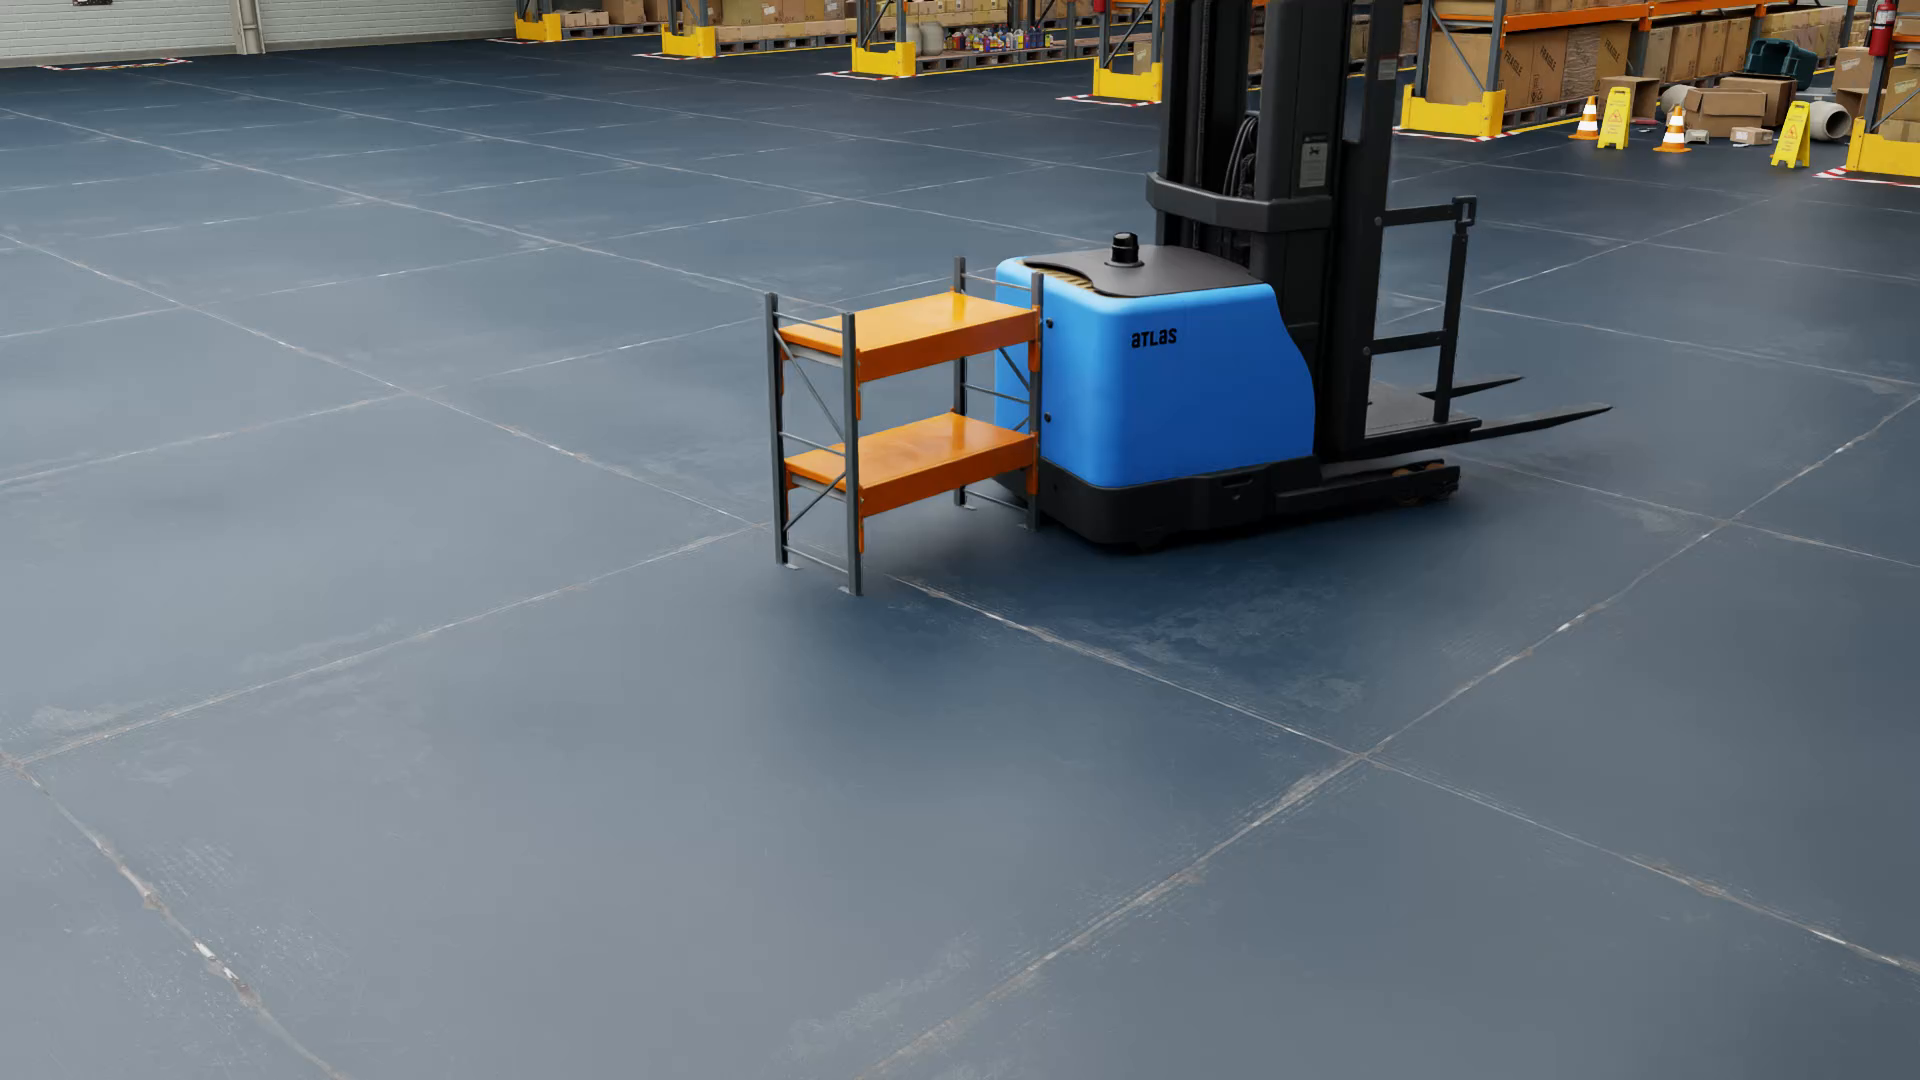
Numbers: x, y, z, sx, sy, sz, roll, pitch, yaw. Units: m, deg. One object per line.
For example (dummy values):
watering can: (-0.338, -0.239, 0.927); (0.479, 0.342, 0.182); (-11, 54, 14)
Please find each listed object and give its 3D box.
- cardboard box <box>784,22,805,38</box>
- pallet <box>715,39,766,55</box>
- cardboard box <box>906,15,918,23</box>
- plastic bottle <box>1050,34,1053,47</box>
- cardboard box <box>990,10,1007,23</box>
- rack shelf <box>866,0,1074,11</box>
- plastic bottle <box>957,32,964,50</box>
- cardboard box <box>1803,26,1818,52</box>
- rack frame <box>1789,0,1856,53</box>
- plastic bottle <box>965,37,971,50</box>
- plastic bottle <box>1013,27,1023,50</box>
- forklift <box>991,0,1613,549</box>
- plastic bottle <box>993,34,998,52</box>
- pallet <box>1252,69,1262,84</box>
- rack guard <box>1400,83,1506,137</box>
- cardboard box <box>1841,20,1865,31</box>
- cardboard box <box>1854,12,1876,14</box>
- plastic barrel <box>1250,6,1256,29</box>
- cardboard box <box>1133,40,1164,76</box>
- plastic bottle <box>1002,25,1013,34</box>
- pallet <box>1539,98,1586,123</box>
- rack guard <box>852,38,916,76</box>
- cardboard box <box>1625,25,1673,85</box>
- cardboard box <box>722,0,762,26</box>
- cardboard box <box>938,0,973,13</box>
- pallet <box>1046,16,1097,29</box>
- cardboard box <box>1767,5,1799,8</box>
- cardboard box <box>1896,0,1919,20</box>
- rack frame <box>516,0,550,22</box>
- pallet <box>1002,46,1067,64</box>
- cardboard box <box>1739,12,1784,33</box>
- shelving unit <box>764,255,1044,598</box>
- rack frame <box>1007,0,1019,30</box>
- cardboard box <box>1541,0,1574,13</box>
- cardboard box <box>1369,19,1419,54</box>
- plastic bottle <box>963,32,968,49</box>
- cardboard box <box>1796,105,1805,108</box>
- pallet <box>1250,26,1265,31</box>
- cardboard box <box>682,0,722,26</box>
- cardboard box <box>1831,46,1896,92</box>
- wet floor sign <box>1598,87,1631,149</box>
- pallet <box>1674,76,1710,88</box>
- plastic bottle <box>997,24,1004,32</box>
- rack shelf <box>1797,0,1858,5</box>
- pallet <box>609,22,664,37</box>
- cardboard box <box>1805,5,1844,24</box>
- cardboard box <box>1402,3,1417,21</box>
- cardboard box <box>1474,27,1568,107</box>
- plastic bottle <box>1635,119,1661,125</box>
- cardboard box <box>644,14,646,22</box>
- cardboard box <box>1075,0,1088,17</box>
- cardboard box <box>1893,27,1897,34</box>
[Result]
cardboard box: (-3.192, -9.366, 30.509); (0.500, 0.250, 0.500); (19, 28, 41)
pallet: (-4.270, -8.892, 29.914); (1.003, 0.211, 1.213); (19, 28, 41)
cardboard box: (-1.166, -10.100, 32.418); (0.500, 0.250, 0.500); (-19, 28, -41)
plastic bottle: (1.534, -8.502, 28.300); (0.097, 0.201, 0.097); (0, 21, 0)
cardboard box: (0.615, -10.759, 34.133); (0.500, 0.250, 0.500); (-19, 28, -41)
rack shelf: (0.169, -8.924, 27.114); (1.077, 0.370, 4.000); (19, 28, 41)
plastic bottle: (0.013, -8.296, 27.651); (0.061, 0.283, 0.133); (19, 28, 41)
cardboard box: (13.122, -7.837, 26.181); (0.500, 0.500, 0.500); (18, 28, 40)
rack frame: (14.176, -9.323, 27.150); (1.000, 3.000, 0.127); (19, 28, 41)
plastic bottle: (0.135, -8.294, 27.759); (0.097, 0.201, 0.097); (0, 21, 0)
plastic bottle: (0.962, -8.373, 27.756); (0.144, 0.351, 0.185); (19, 28, 40)
forklift: (1.697, -1.679, 7.358); (3.031, 2.935, 1.130); (-10, 23, -24)
plastic bottle: (0.570, -8.179, 27.363); (0.097, 0.271, 0.097); (0, 21, 0)
pallet: (4.669, -7.051, 25.125); (1.003, 0.211, 1.213); (19, 28, 41)
rack guard: (5.788, -5.066, 19.557); (1.175, 0.500, 0.348); (19, 28, 41)
cardboard box: (14.941, -8.636, 27.922); (0.380, 0.149, 0.250); (19, 28, 40)
cardboard box: (16.358, -9.445, 30.025); (0.380, 0.149, 0.250); (18, 27, 38)
plastic barrel: (5.471, -10.293, 32.448); (0.600, 0.588, 0.708); (19, 28, 41)
cardboard box: (2.770, -6.691, 23.202); (0.500, 0.500, 0.500); (-14, 25, -32)
plastic bottle: (0.807, -8.603, 28.355); (0.144, 0.351, 0.185); (19, 28, 41)
pallet: (7.158, -5.474, 21.023); (1.003, 0.211, 1.213); (19, 28, 41)
rack guard: (-1.207, -7.610, 26.177); (1.175, 0.500, 0.348); (19, 28, 41)
cardboard box: (8.964, -6.595, 22.602); (1.050, 0.750, 0.750); (19, 28, 40)
cardboard box: (-3.892, -9.460, 29.708); (0.500, 0.500, 0.500); (19, 28, 41)
cardboard box: (-0.093, -10.756, 33.344); (0.500, 0.311, 0.500); (19, 28, 40)
pallet: (2.207, -11.236, 36.012); (1.003, 0.211, 1.213); (19, 28, 41)
cardboard box: (13.102, -8.441, 26.709); (0.500, 0.250, 0.500); (-19, 28, -41)
cardboard box: (9.604, -5.420, 16.440); (0.500, 0.500, 0.500); (19, 28, 40)
rack frame: (-8.325, -11.225, 32.098); (1.000, 3.000, 0.127); (19, 28, 41)
pallet: (1.065, -8.310, 28.401); (1.003, 0.211, 1.213); (19, 28, 41)
cardboard box: (12.041, -7.791, 25.017); (0.500, 0.250, 0.500); (18, 27, 38)
shelving unit: (-0.206, -0.495, 6.795); (1.048, 1.125, 0.538); (-19, 28, -41)
rack frame: (0.808, -12.043, 34.225); (1.000, 3.000, 0.127); (19, 28, 41)
cardboard box: (6.880, -6.675, 20.050); (0.875, 0.550, 0.550); (19, 28, 41)
cardboard box: (7.072, -8.278, 27.301); (0.700, 0.500, 0.500); (16, 26, 36)
plastic bottle: (0.033, -8.355, 27.814); (0.152, 0.276, 0.135); (18, 28, 39)
cardboard box: (10.107, -5.105, 19.987); (0.258, 0.266, 0.396); (2, 21, 4)
pallet: (5.725, -10.026, 32.864); (1.003, 0.211, 1.213); (19, 28, 41)
cardboard box: (-4.612, -9.461, 29.711); (0.500, 0.500, 0.500); (19, 28, 41)
cardboard box: (10.916, -5.678, 20.096); (0.500, 0.500, 0.500); (19, 28, 41)
wet floor sign: (7.204, -4.637, 18.238); (0.267, 0.644, 0.232); (14, 25, 32)
pallet: (9.931, -6.497, 23.685); (1.003, 0.211, 1.213); (19, 28, 41)
plastic bottle: (0.703, -8.639, 28.449); (0.185, 0.351, 0.144); (-19, 28, -41)
rack shelf: (15.572, -9.502, 28.617); (1.077, 0.370, 4.000); (19, 28, 41)
pallet: (-6.829, -10.455, 33.982); (1.003, 0.211, 1.213); (19, 28, 41)
cardboard box: (13.838, -8.448, 26.726); (0.500, 0.250, 0.500); (18, 28, 39)
cardboard box: (7.094, -8.632, 27.178); (0.500, 0.250, 0.500); (-16, 26, -36)
cardboard box: (6.843, -5.860, 20.517); (0.875, 0.875, 0.875); (19, 28, 40)
plastic bottle: (8.359, -5.076, 20.196); (0.283, 0.061, 0.133); (9, 23, 23)
cardboard box: (-6.665, -10.722, 34.149); (0.380, 0.149, 0.250); (17, 27, 36)
cardboard box: (2.405, -11.526, 35.752); (0.500, 0.500, 0.500); (18, 27, 39)
cardboard box: (16.090, -8.878, 28.966); (0.250, 0.149, 0.380); (-20, 28, -41)
